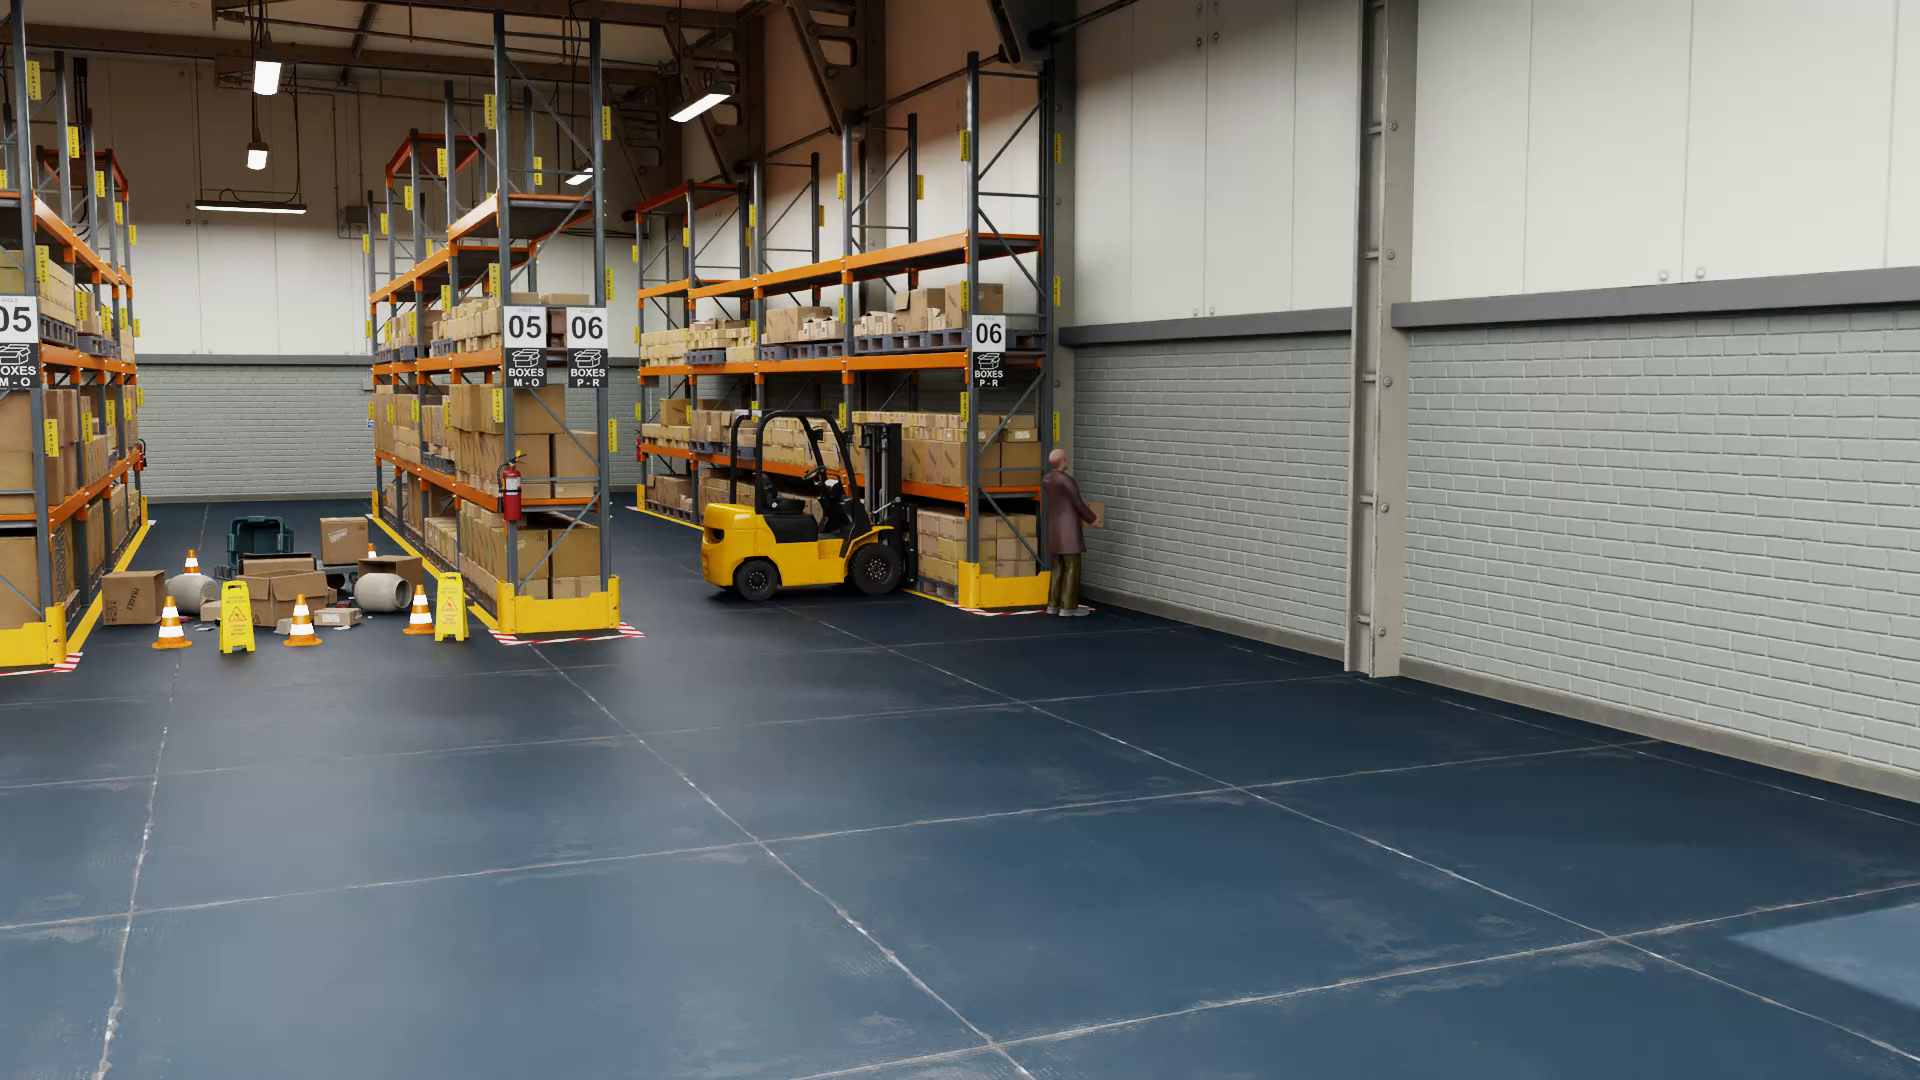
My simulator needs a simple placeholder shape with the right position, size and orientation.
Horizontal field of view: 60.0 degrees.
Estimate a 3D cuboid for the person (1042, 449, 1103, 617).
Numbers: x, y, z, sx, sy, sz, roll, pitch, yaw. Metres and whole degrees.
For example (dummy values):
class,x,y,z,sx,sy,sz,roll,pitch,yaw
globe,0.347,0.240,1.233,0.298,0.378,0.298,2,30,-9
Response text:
class,x,y,z,sx,sy,sz,roll,pitch,yaw
person,1.197,-0.088,17.686,0.562,1.770,0.534,-3,6,-30
